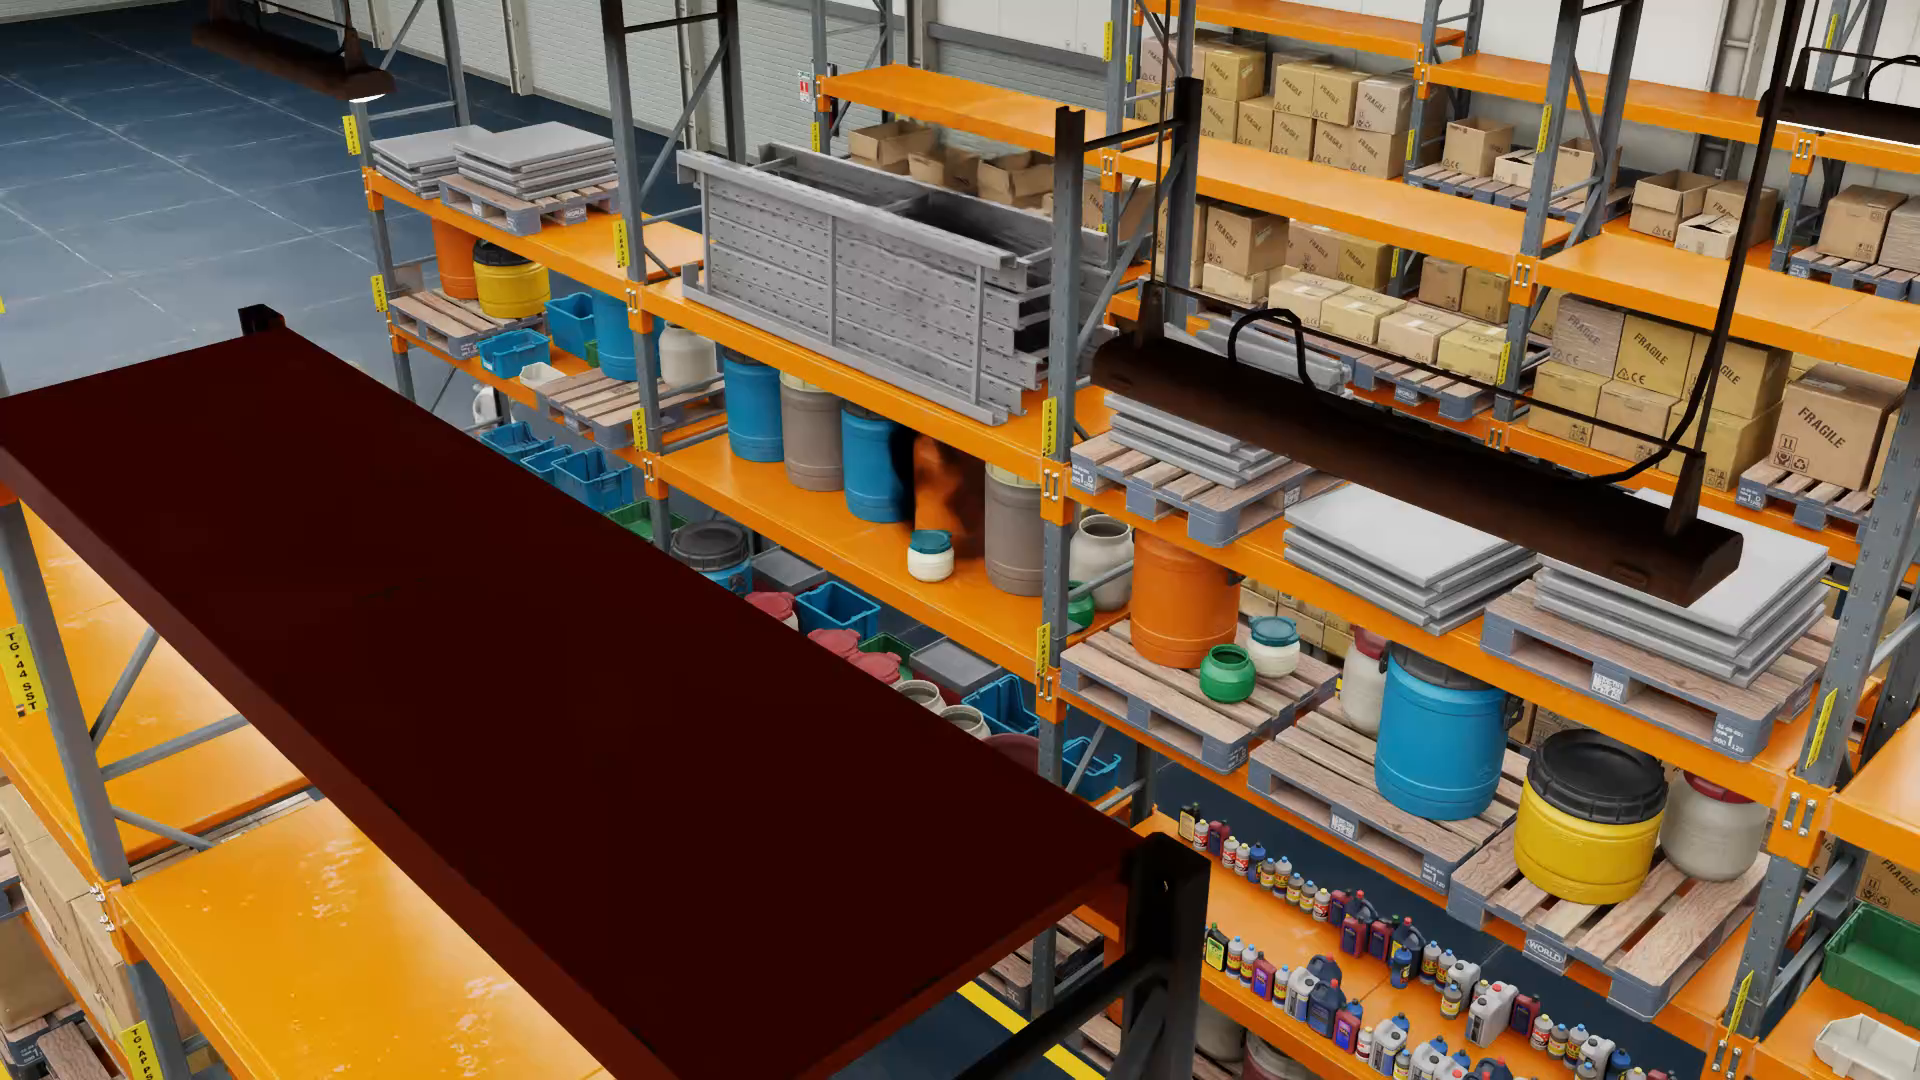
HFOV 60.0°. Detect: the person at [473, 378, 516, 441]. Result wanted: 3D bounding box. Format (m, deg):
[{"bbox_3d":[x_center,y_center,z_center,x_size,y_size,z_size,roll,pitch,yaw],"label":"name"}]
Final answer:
[{"bbox_3d":[-4.711,-1.080,17.069,0.579,1.731,0.682,4,29,8],"label":"person"}]
